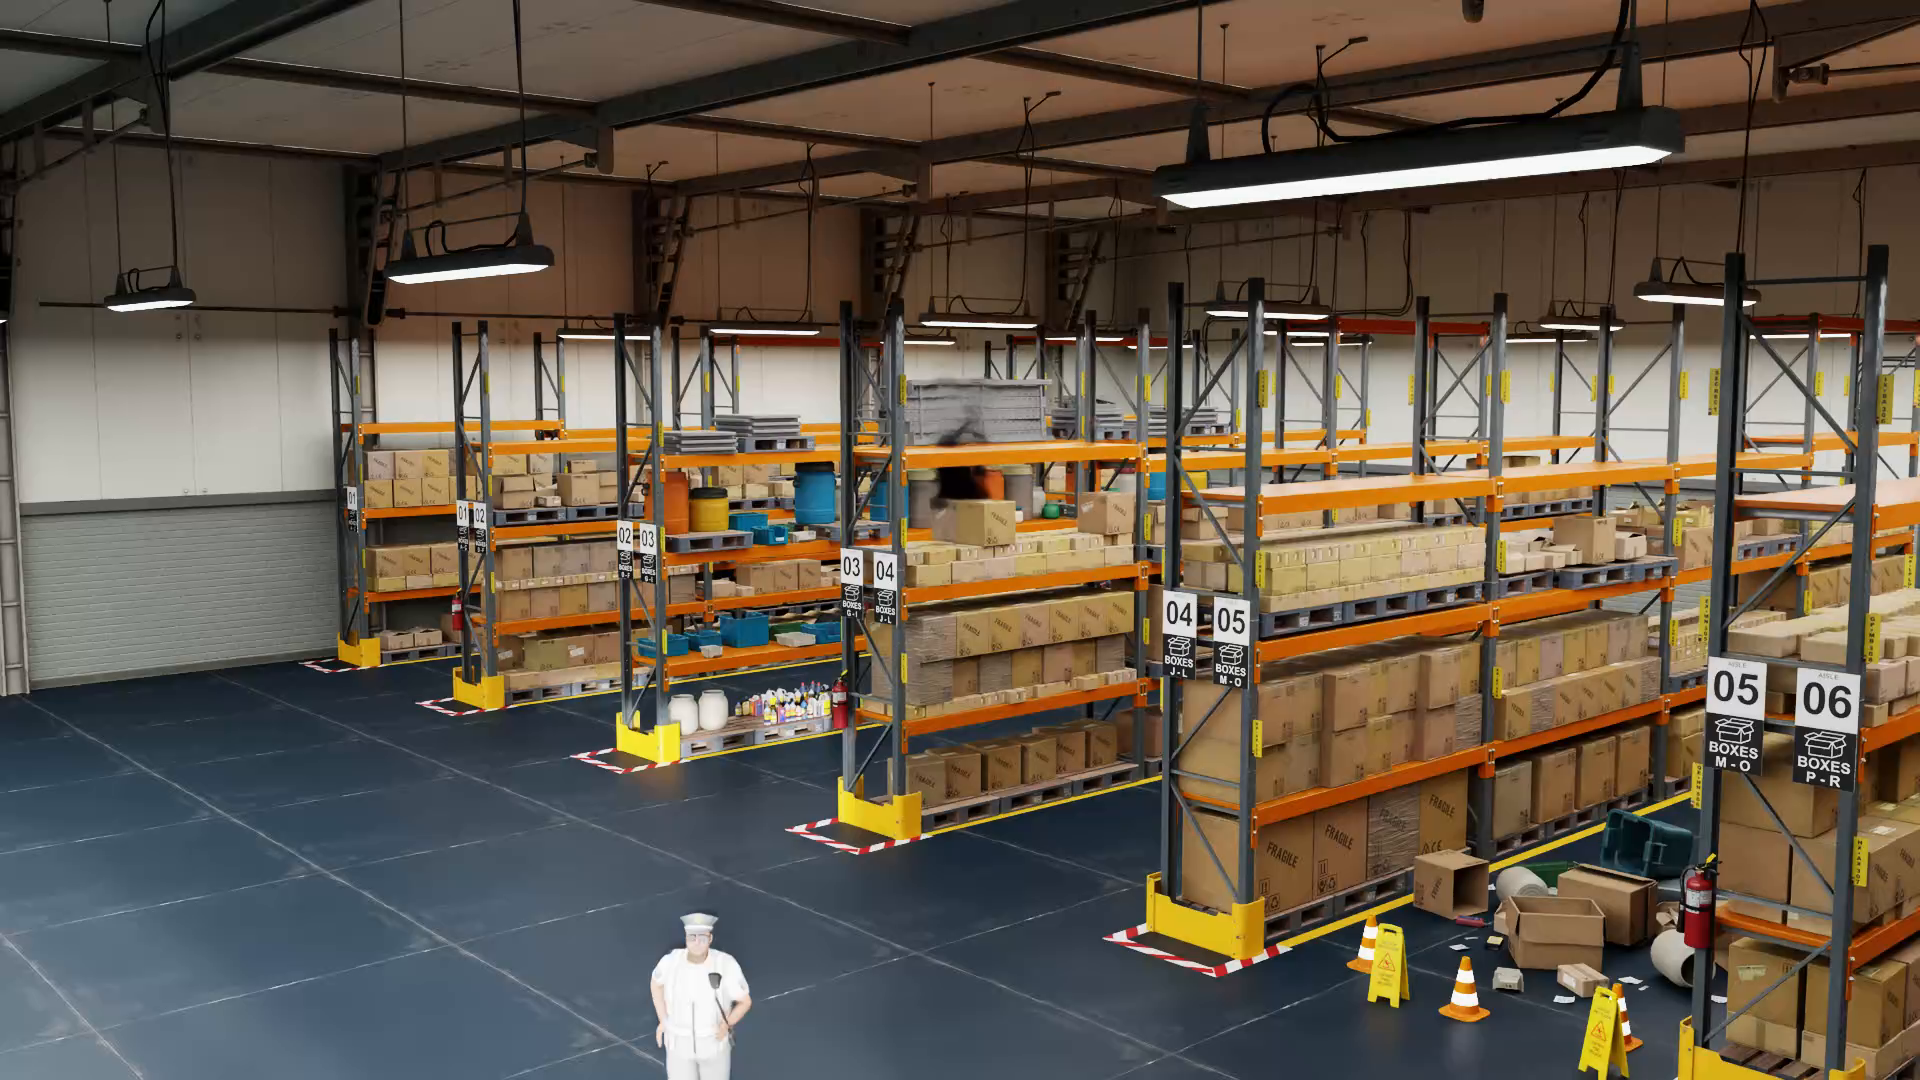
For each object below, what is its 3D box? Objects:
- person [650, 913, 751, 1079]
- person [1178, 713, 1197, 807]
[{"bbox_3d":[-1.670,3.242,10.665,0.664,1.786,0.951,0,6,-3],"label":"person"},{"bbox_3d":[2.632,2.497,18.576,0.553,1.742,0.681,4,7,37],"label":"person"}]
